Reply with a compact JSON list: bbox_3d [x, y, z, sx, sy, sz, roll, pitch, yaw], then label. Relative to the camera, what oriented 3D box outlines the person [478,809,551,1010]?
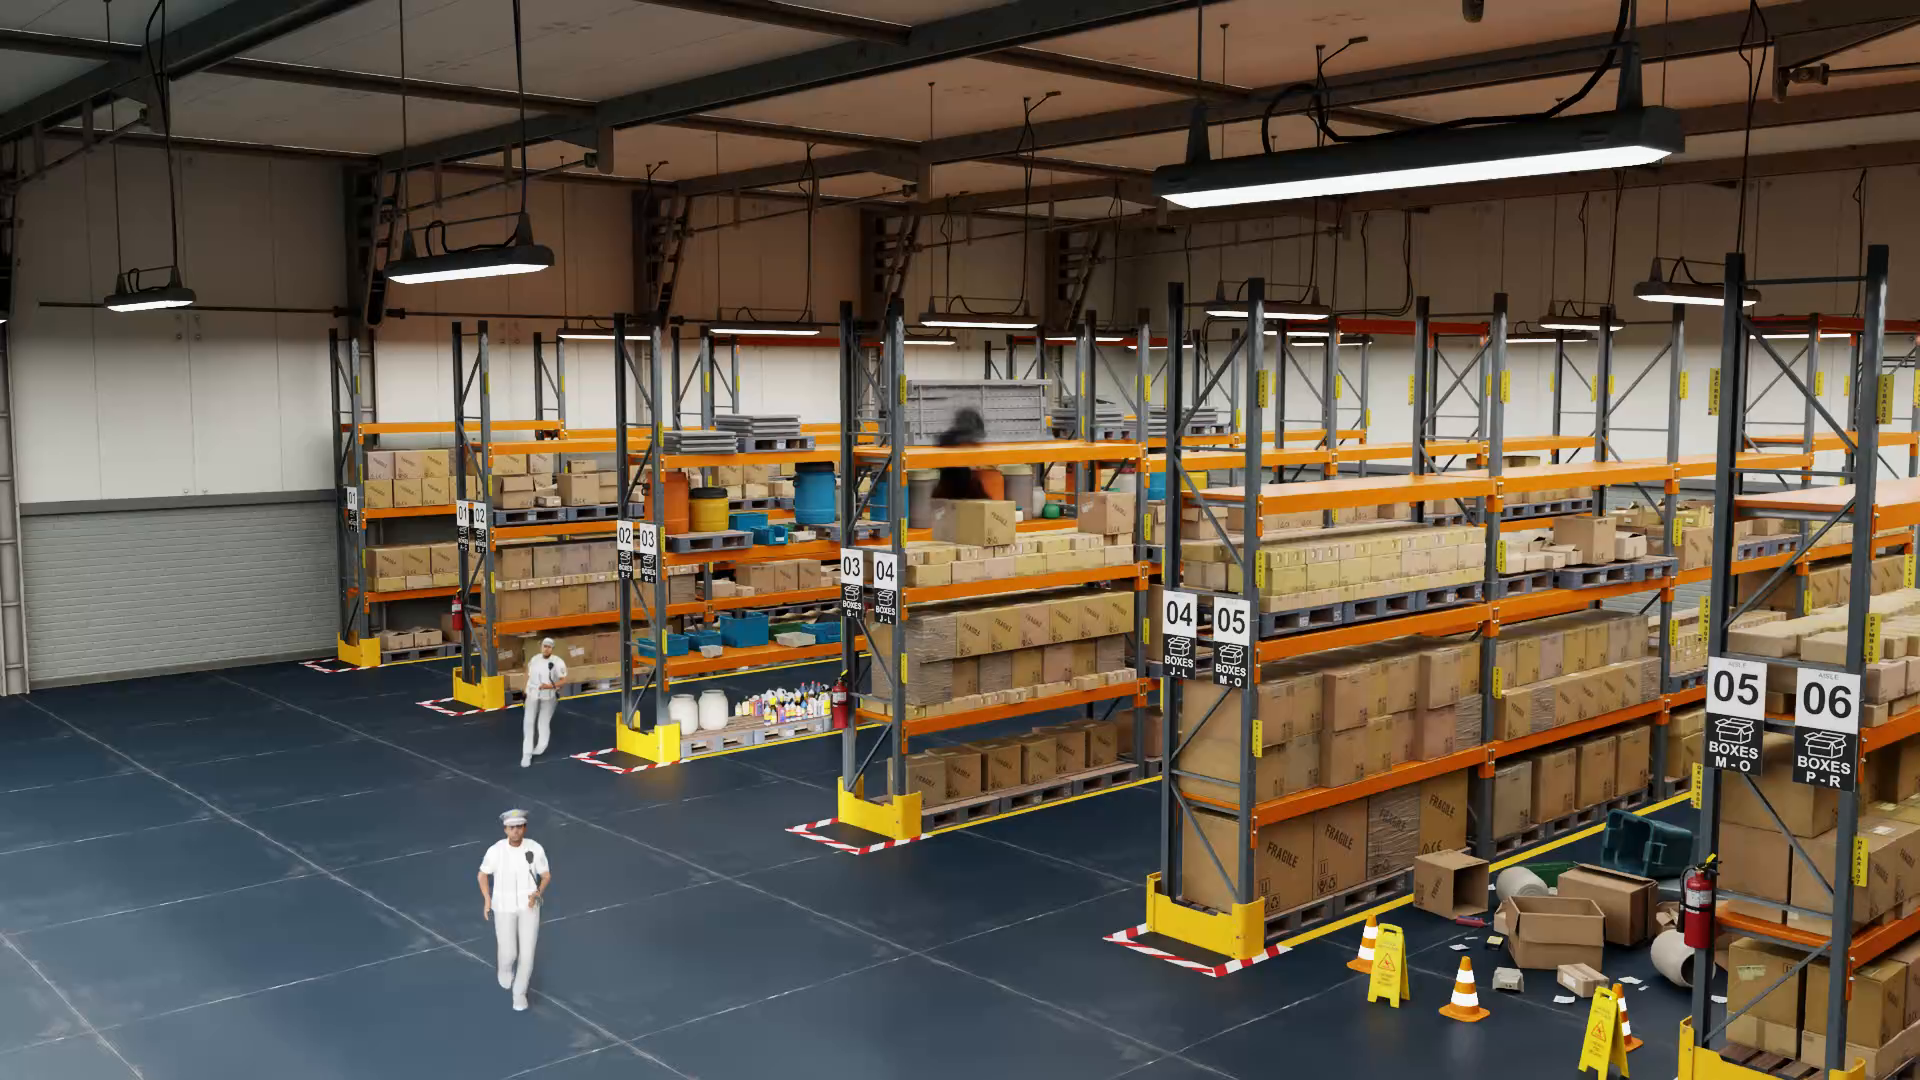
[{"bbox_3d":[-3.626,3.007,13.589,0.574,1.658,0.558,-2,6,-19],"label":"person"}]

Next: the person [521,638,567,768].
[{"bbox_3d":[-5.577,2.138,22.289,0.615,1.659,0.861,0,6,-1],"label":"person"}]
